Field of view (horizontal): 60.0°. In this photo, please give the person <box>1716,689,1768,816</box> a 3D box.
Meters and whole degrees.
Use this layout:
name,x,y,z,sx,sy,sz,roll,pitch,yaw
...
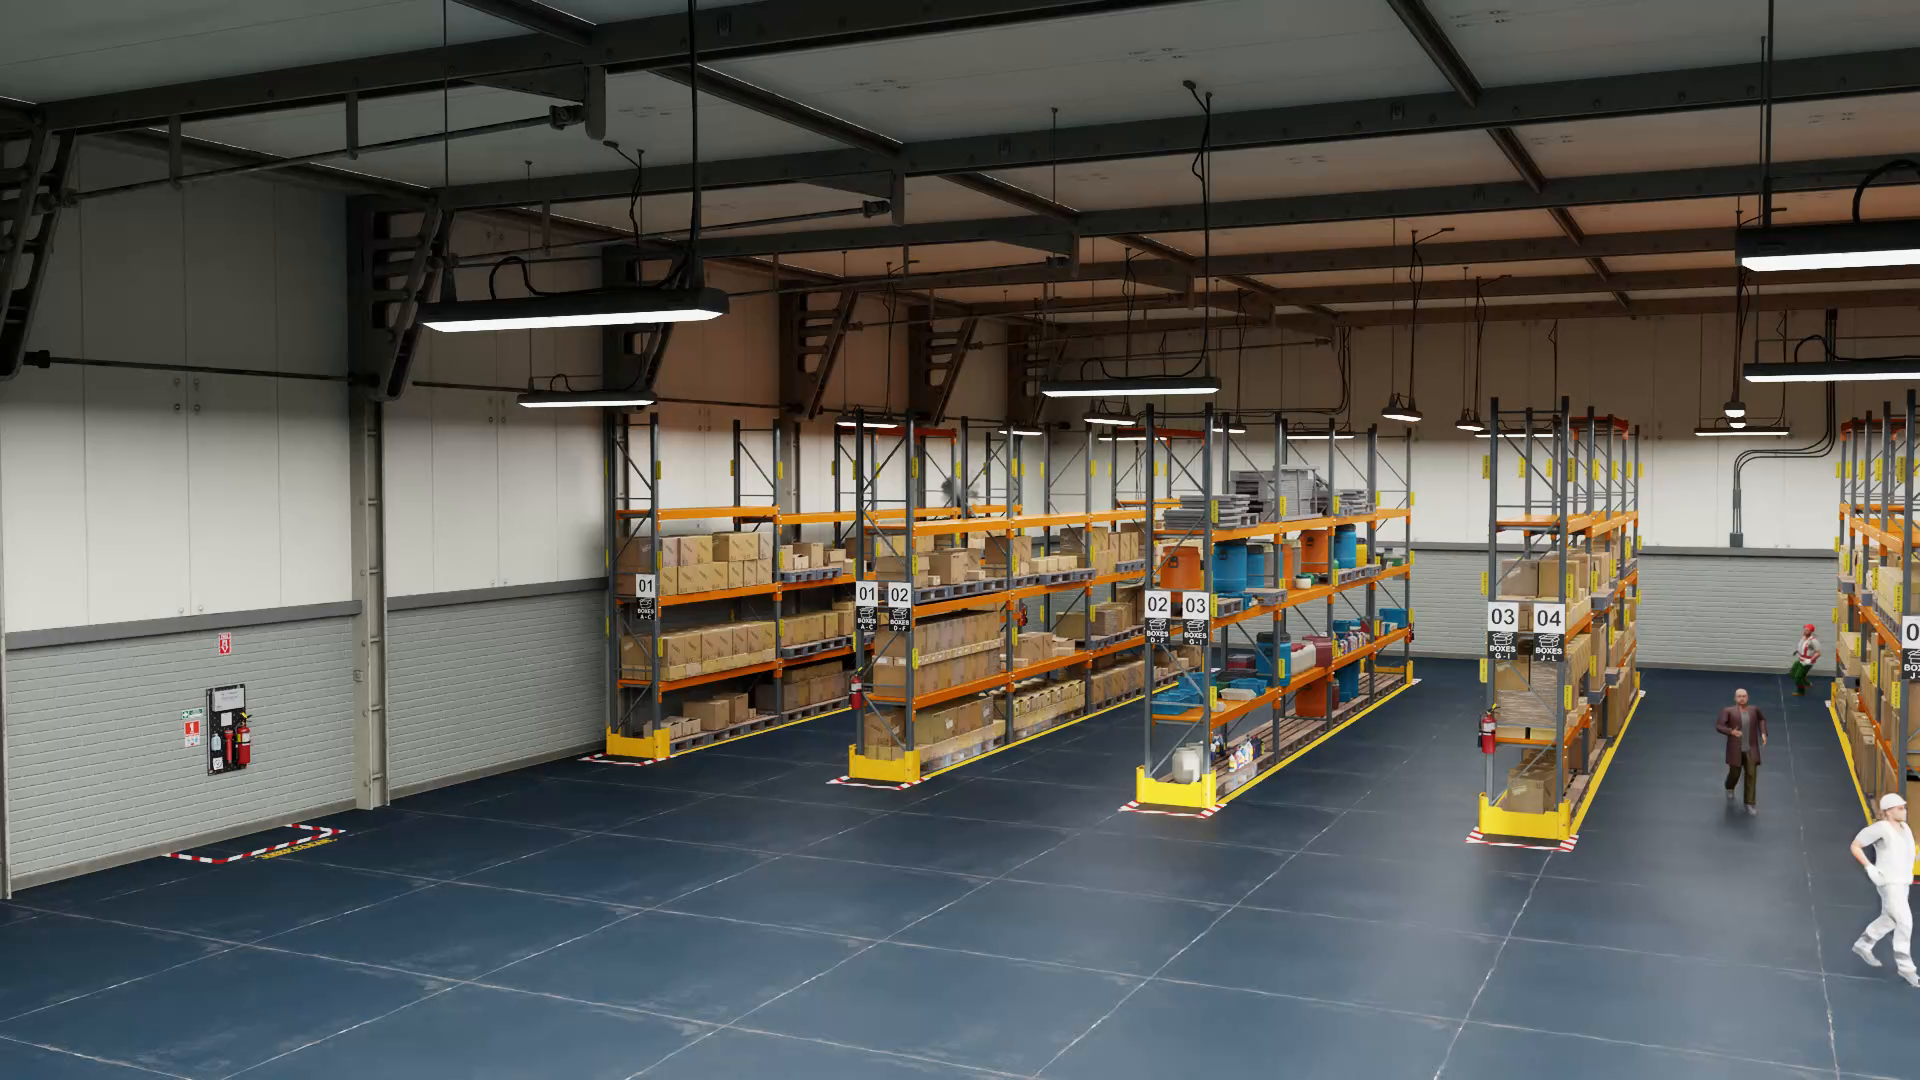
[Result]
name,x,y,z,sx,sy,sz,roll,pitch,yaw
person,11.511,3.074,24.452,0.724,1.764,1.109,1,2,14

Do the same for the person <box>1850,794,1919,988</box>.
name,x,y,z,sx,sy,sz,roll,pitch,yaw
person,9.185,3.407,16.379,0.640,1.824,0.791,-1,3,-31

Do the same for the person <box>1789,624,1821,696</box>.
name,x,y,z,sx,sy,sz,roll,pitch,yaw
person,18.543,2.643,36.469,0.540,1.650,0.791,0,2,7
